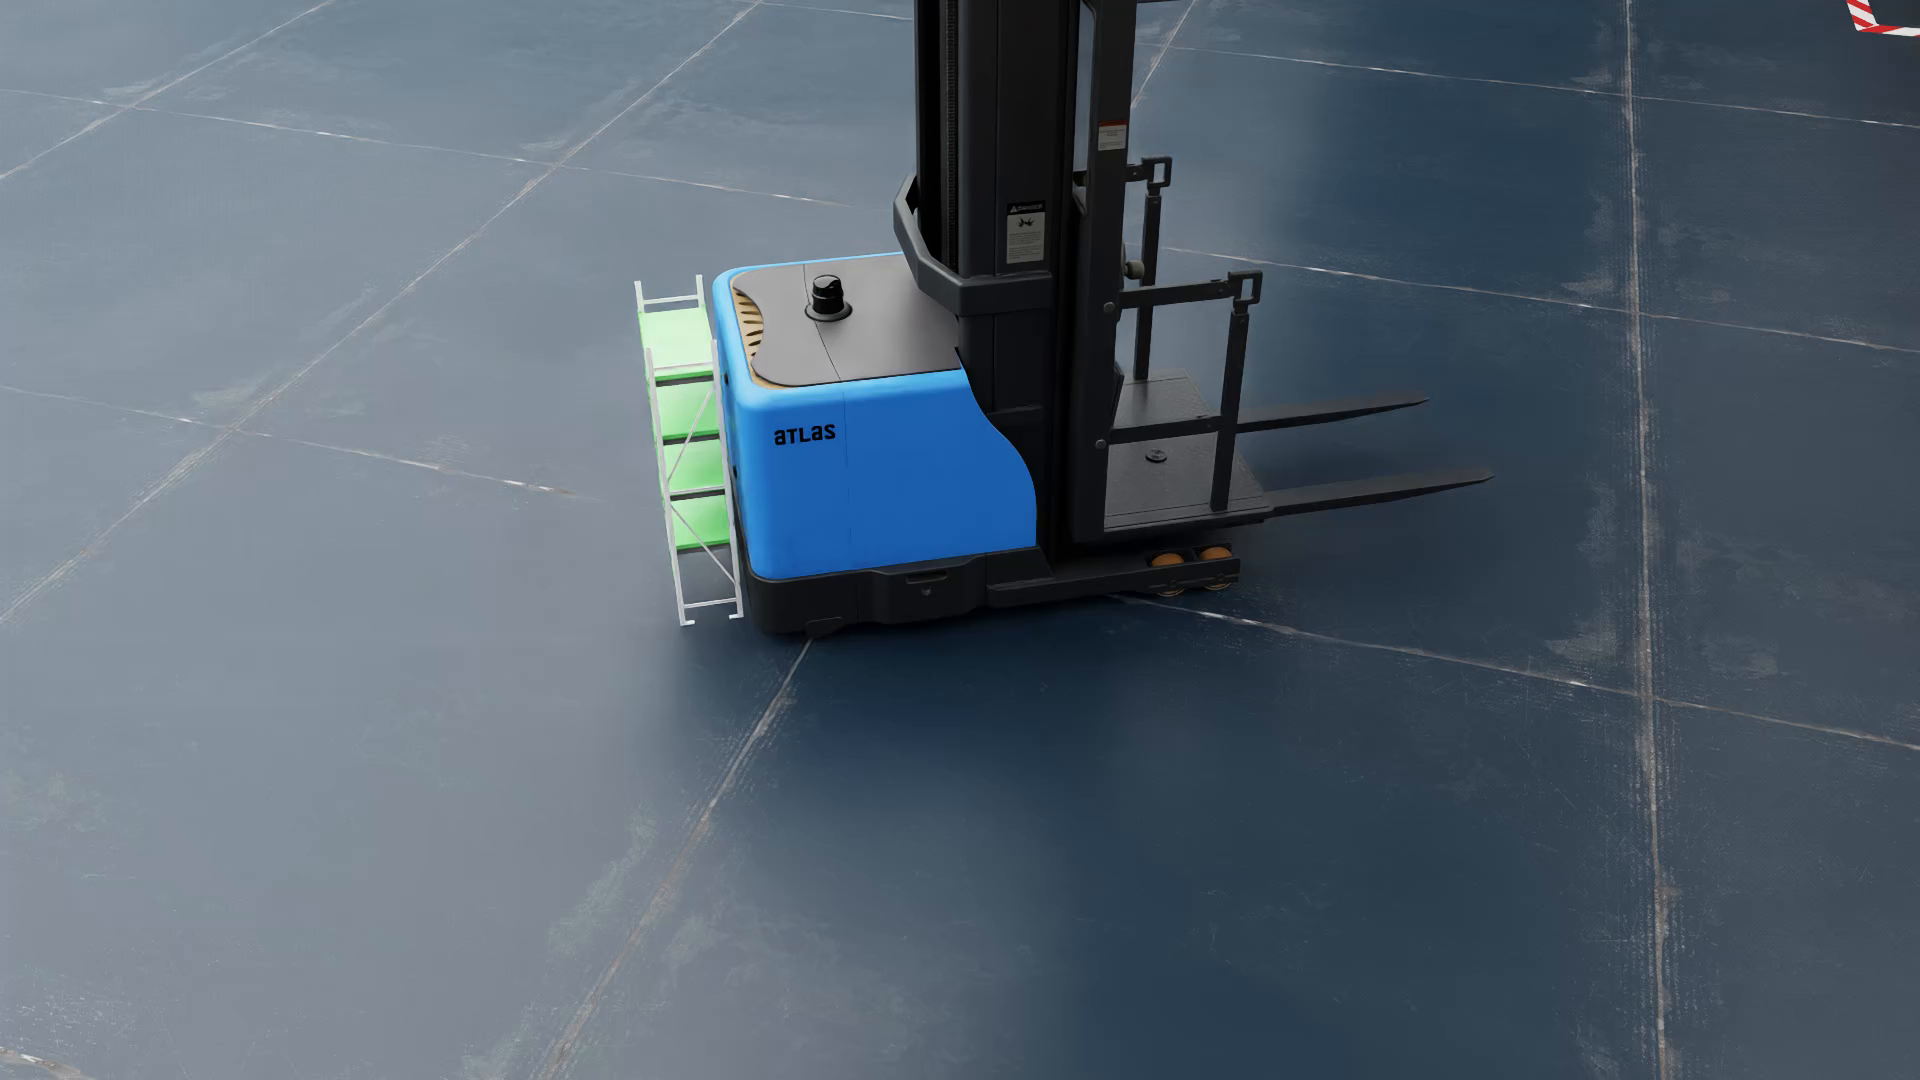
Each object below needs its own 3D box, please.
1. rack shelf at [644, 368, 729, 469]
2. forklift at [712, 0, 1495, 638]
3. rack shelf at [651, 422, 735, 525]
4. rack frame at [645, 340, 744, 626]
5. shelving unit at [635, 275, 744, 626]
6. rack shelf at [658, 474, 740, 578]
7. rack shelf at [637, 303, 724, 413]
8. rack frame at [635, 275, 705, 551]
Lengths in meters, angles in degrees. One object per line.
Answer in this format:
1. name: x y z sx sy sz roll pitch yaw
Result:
1. rack shelf: -0.999 -0.460 6.066 0.258 0.148 0.480 -8 37 -10
2. forklift: 0.615 -1.260 5.990 3.031 2.935 1.130 -7 37 -10
3. rack shelf: -0.999 -0.267 6.208 0.258 0.148 0.480 -8 37 -10
4. rack frame: -0.944 -0.178 5.979 0.240 1.200 0.015 -8 37 -10
5. shelving unit: -0.999 -0.319 6.171 0.258 1.200 0.503 -8 37 -10
6. rack shelf: -0.999 -0.074 6.351 0.258 0.148 0.480 -8 37 -10
7. rack shelf: -0.999 -0.654 5.924 0.258 0.148 0.480 -8 37 -10
8. rack frame: -1.053 -0.459 6.362 0.240 1.200 0.015 -8 37 -10
